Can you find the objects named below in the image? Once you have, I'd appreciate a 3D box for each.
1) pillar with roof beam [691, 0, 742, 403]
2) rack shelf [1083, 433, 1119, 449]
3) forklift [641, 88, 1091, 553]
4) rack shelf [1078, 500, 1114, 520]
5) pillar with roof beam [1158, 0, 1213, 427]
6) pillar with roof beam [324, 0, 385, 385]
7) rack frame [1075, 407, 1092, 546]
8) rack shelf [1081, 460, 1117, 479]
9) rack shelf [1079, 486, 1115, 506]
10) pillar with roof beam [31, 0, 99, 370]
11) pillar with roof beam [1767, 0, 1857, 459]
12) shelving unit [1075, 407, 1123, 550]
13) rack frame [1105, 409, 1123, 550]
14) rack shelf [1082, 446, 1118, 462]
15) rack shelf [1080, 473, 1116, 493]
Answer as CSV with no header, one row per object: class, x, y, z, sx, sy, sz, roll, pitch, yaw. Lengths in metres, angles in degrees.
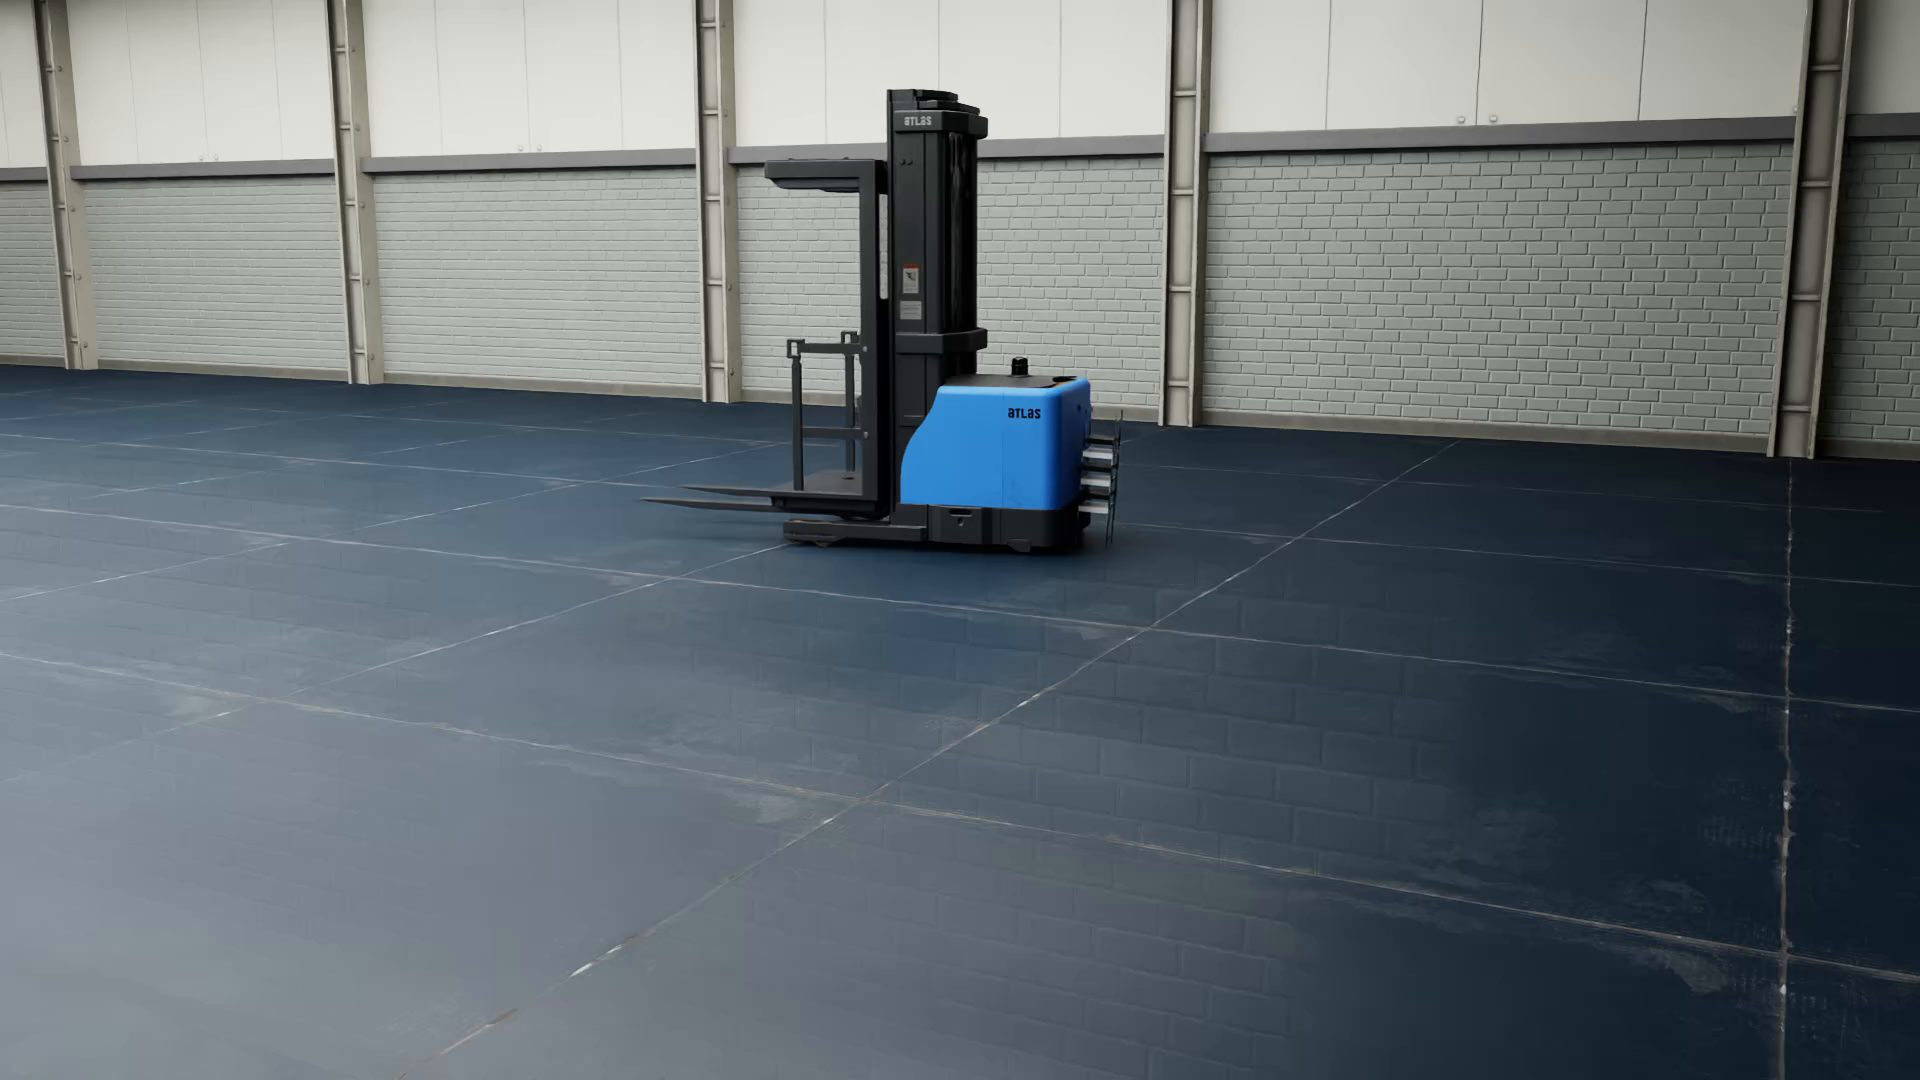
pillar with roof beam,-4.878,-5.476,16.217,0.400,9.000,9.100,5,11,26
rack shelf,0.927,-0.641,10.886,0.200,0.077,0.258,6,11,14
forklift,-0.674,-1.488,11.222,3.031,2.935,1.130,3,11,17
rack shelf,0.899,-0.201,10.973,0.200,0.077,0.258,6,11,14
pillar with roof beam,0.503,-5.003,13.604,0.400,9.000,9.100,5,11,26
pillar with roof beam,-10.259,-5.948,18.829,0.400,9.000,9.100,5,11,26
rack frame,0.814,-0.420,10.956,0.006,0.900,0.240,6,11,14
rack shelf,0.916,-0.465,10.921,0.200,0.077,0.258,6,11,14
rack shelf,0.905,-0.289,10.956,0.200,0.077,0.258,6,11,14
pillar with roof beam,-15.639,-6.421,21.442,0.400,9.000,9.100,5,11,26
pillar with roof beam,5.883,-4.530,10.992,0.400,9.000,9.100,5,11,26
shelving unit,0.912,-0.409,10.932,0.210,0.900,0.258,6,11,14
rack frame,1.011,-0.399,10.908,0.006,0.900,0.240,6,11,14
rack shelf,0.921,-0.553,10.904,0.200,0.077,0.258,6,11,14
rack shelf,0.910,-0.377,10.939,0.200,0.077,0.258,6,11,14
